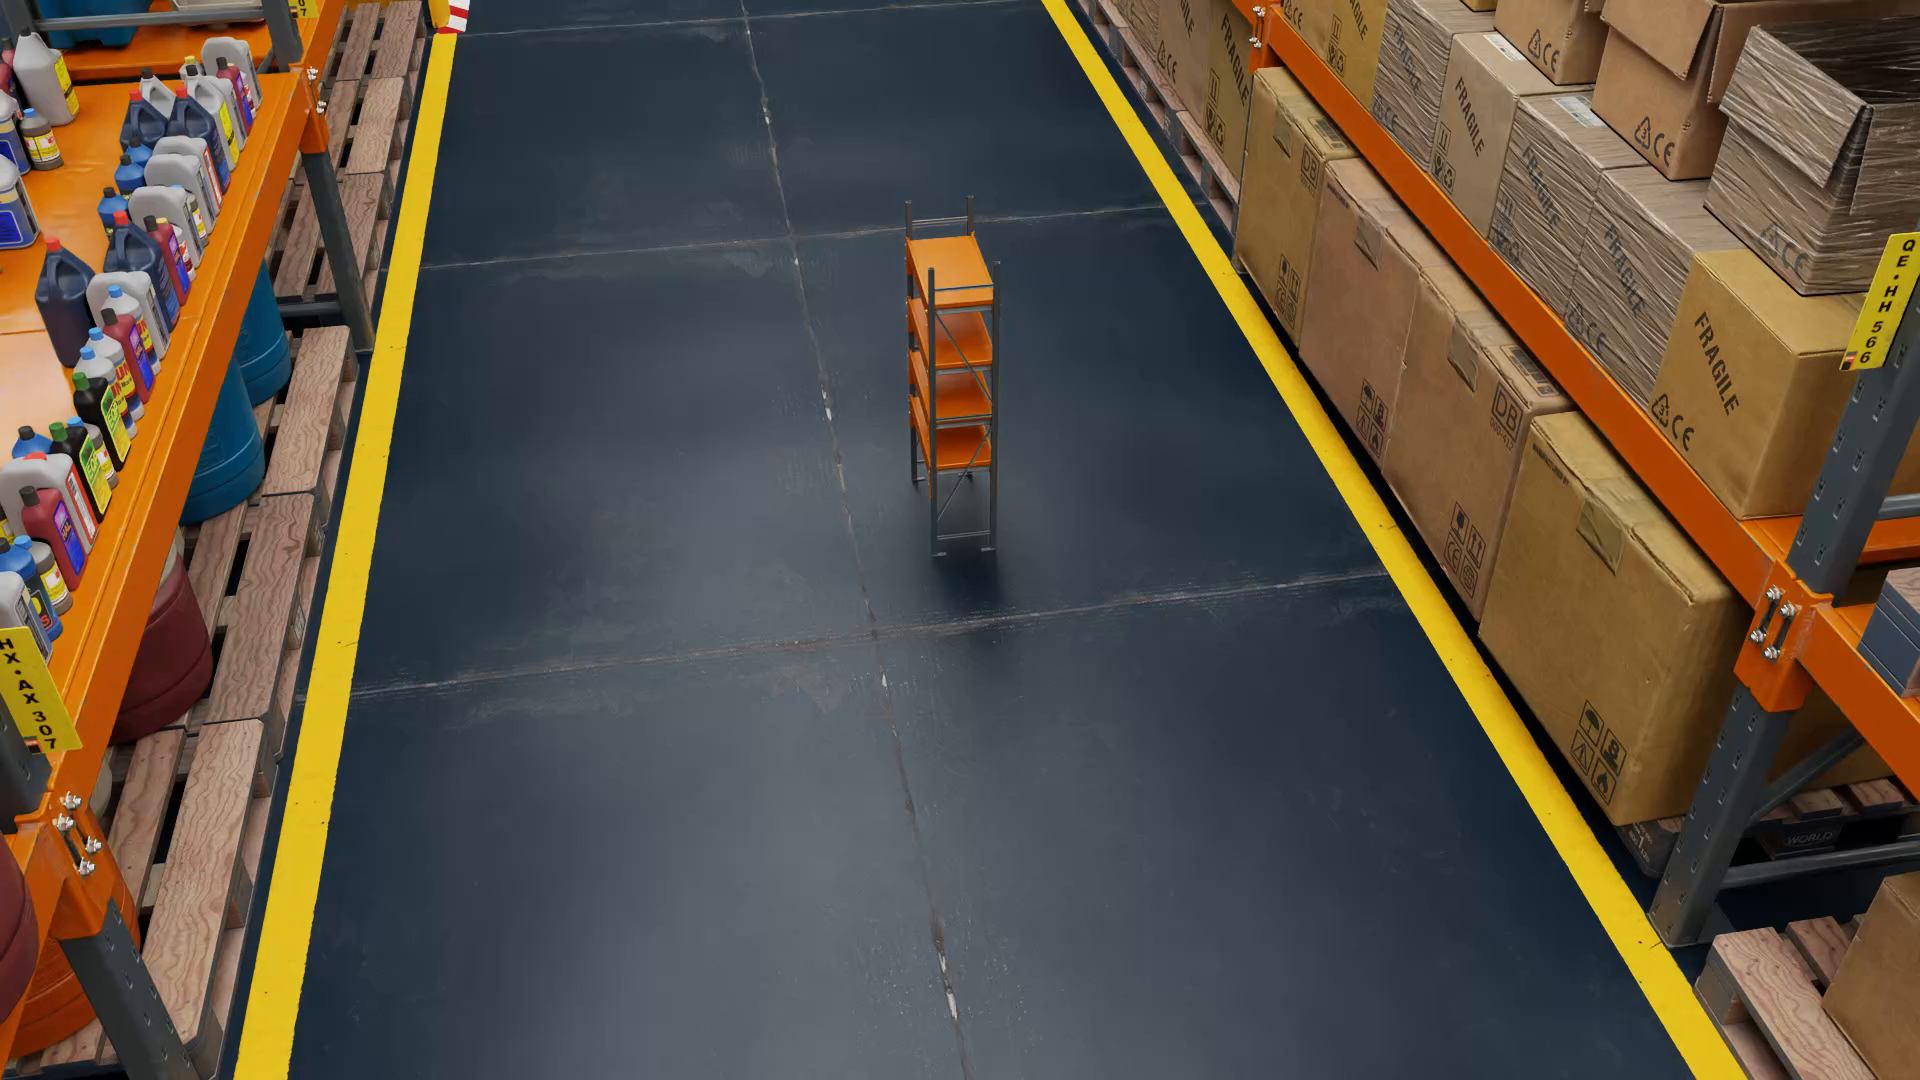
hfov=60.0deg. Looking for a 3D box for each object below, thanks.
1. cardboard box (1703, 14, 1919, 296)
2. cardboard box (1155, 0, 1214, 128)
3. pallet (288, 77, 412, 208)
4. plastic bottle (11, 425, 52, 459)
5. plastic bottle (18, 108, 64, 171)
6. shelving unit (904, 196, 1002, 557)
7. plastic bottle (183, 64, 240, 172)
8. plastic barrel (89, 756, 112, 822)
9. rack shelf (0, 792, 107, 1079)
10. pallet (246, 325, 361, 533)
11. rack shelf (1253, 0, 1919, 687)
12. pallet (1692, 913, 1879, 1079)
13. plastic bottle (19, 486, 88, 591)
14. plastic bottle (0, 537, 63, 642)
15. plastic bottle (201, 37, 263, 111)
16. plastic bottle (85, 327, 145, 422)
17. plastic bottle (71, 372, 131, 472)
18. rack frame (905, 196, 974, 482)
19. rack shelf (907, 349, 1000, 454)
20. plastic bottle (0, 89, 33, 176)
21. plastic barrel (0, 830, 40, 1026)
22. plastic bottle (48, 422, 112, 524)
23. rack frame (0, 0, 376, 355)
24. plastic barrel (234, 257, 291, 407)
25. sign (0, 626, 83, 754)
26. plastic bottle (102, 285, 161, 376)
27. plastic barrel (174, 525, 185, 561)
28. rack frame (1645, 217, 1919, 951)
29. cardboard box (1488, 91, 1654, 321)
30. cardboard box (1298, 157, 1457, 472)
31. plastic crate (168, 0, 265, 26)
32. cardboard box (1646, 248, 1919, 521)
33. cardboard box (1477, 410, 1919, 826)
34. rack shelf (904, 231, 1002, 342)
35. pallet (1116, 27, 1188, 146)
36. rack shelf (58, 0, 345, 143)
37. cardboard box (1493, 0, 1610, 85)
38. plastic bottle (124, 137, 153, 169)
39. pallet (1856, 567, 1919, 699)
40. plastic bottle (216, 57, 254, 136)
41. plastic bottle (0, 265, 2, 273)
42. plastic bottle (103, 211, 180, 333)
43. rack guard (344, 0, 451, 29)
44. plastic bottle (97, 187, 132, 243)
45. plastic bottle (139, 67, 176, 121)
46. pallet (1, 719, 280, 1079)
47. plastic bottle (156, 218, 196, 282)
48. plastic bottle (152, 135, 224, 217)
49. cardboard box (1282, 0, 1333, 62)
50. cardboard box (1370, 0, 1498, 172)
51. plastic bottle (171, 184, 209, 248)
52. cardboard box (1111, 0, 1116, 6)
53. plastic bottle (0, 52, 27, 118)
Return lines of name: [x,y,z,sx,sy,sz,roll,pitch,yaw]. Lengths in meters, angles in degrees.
cardboard box: [2.385,-0.983,4.172,0.797,0.503,0.637,-5,38,-6]
cardboard box: [1.602,-2.798,8.796,0.875,0.875,0.875,-6,38,-8]
pallet: [-3.464,-2.065,8.736,1.003,0.211,1.213,-6,38,-8]
plastic bottle: [-2.271,-0.163,4.120,0.097,0.271,0.097,0,38,0]
plastic bottle: [-3.190,-1.392,5.759,0.097,0.201,0.097,0,38,0]
shelving unit: [-0.029,-0.574,6.011,0.258,1.200,0.503,-6,38,-8]
plastic bottle: [-2.597,-1.448,5.709,0.144,0.351,0.185,-6,38,-8]
plastic barrel: [-2.668,0.620,4.693,0.421,0.512,0.421,0,38,0]
rack shelf: [-2.028,1.920,1.919,1.077,0.370,4.000,-6,38,-8]
pallet: [-2.986,-0.416,6.613,1.003,0.211,1.213,-6,38,-8]
rack shelf: [2.147,-1.028,5.715,1.077,0.370,4.000,-6,38,-8]
pallet: [2.633,1.469,4.187,1.003,0.211,1.213,-6,38,-8]
plastic bottle: [-2.149,-0.025,3.932,0.061,0.283,0.133,-6,38,-8]
plastic bottle: [-2.130,0.110,3.768,0.097,0.271,0.097,0,38,0]
plastic bottle: [-2.693,-1.735,6.140,0.152,0.276,0.135,-6,38,-8]
plastic bottle: [-2.292,-0.448,4.487,0.097,0.271,0.097,0,38,0]
plastic bottle: [-2.236,-0.326,4.320,0.061,0.283,0.133,-6,38,-8]
rack frame: [-0.072,-0.721,6.200,0.240,1.200,0.015,-6,38,-8]
rack shelf: [-0.029,-0.521,6.052,0.258,0.148,0.480,-6,38,-8]
plastic bottle: [-3.310,-1.397,5.704,0.152,0.276,0.135,-6,38,-8]
plastic barrel: [-1.999,0.622,2.893,0.600,0.536,0.708,-6,38,-8]
plastic bottle: [-2.196,-0.187,4.141,0.061,0.283,0.133,-6,38,-8]
rack frame: [-3.080,-1.988,6.363,1.000,3.000,0.127,-6,38,-8]
plastic barrel: [-3.001,-0.994,6.453,0.600,0.901,0.708,-6,38,-8]
sign: [-1.838,0.300,3.285,0.100,0.325,0.005,-6,38,-8]
plastic bottle: [-2.332,-0.588,4.666,0.097,0.271,0.097,0,38,0]
plastic barrel: [-2.866,-0.062,5.571,0.421,0.512,0.421,0,38,0]
rack frame: [2.498,-0.104,3.939,1.000,3.000,0.127,-6,38,-8]
cardboard box: [1.991,-1.030,5.050,0.500,0.500,0.500,-7,38,-9]
cardboard box: [2.086,-0.923,6.383,1.225,0.875,0.875,-7,38,-10]
plastic crate: [-3.021,-2.204,6.808,0.396,0.136,0.243,-6,38,-8]
cardboard box: [2.167,-0.415,4.258,0.500,0.500,0.500,-5,38,-7]
cardboard box: [2.397,0.150,5.002,1.225,0.875,0.875,-8,39,-10]
rack shelf: [-0.029,-0.884,5.770,0.258,0.148,0.480,-6,38,-8]
pallet: [1.523,-2.625,9.457,1.003,0.211,1.213,-6,38,-8]
rack shelf: [-3.431,-2.912,8.139,1.077,0.370,4.000,-6,38,-8]
cardboard box: [2.150,-1.782,5.199,0.797,0.503,0.637,-5,38,-6]
plastic bottle: [-2.660,-1.184,5.433,0.097,0.271,0.097,0,38,0]
pallet: [2.727,0.390,3.459,1.213,0.211,1.003,-6,38,-8]
plastic bottle: [-2.607,-1.603,5.964,0.061,0.283,0.133,-6,38,-8]
plastic bottle: [-3.051,-0.914,5.143,0.097,0.201,0.097,0,38,0]
plastic bottle: [-2.403,-0.783,4.853,0.144,0.351,0.185,-6,38,-8]
rack guard: [-3.798,-3.430,10.257,1.175,0.500,0.348,-6,38,-8]
plastic bottle: [-2.595,-0.962,5.149,0.097,0.271,0.097,0,38,0]
plastic bottle: [-2.739,-1.433,5.689,0.144,0.351,0.185,-6,38,-8]
pallet: [-2.558,1.058,4.716,1.003,0.211,1.213,-6,38,-8]
plastic bottle: [-2.429,-0.892,5.115,0.097,0.201,0.097,0,38,0]
plastic bottle: [-2.540,-1.210,5.464,0.152,0.276,0.135,-6,38,-8]
cardboard box: [1.631,-2.255,6.626,0.500,0.500,0.500,-6,38,-8]
cardboard box: [1.807,-1.649,5.846,0.500,0.500,0.500,-7,38,-9]
plastic bottle: [-2.469,-1.032,5.296,0.097,0.201,0.097,0,38,0]
cardboard box: [1.286,-3.885,10.196,0.875,0.875,0.875,-6,38,-8]
plastic bottle: [-3.412,-1.594,5.951,0.061,0.283,0.133,-6,38,-8]
